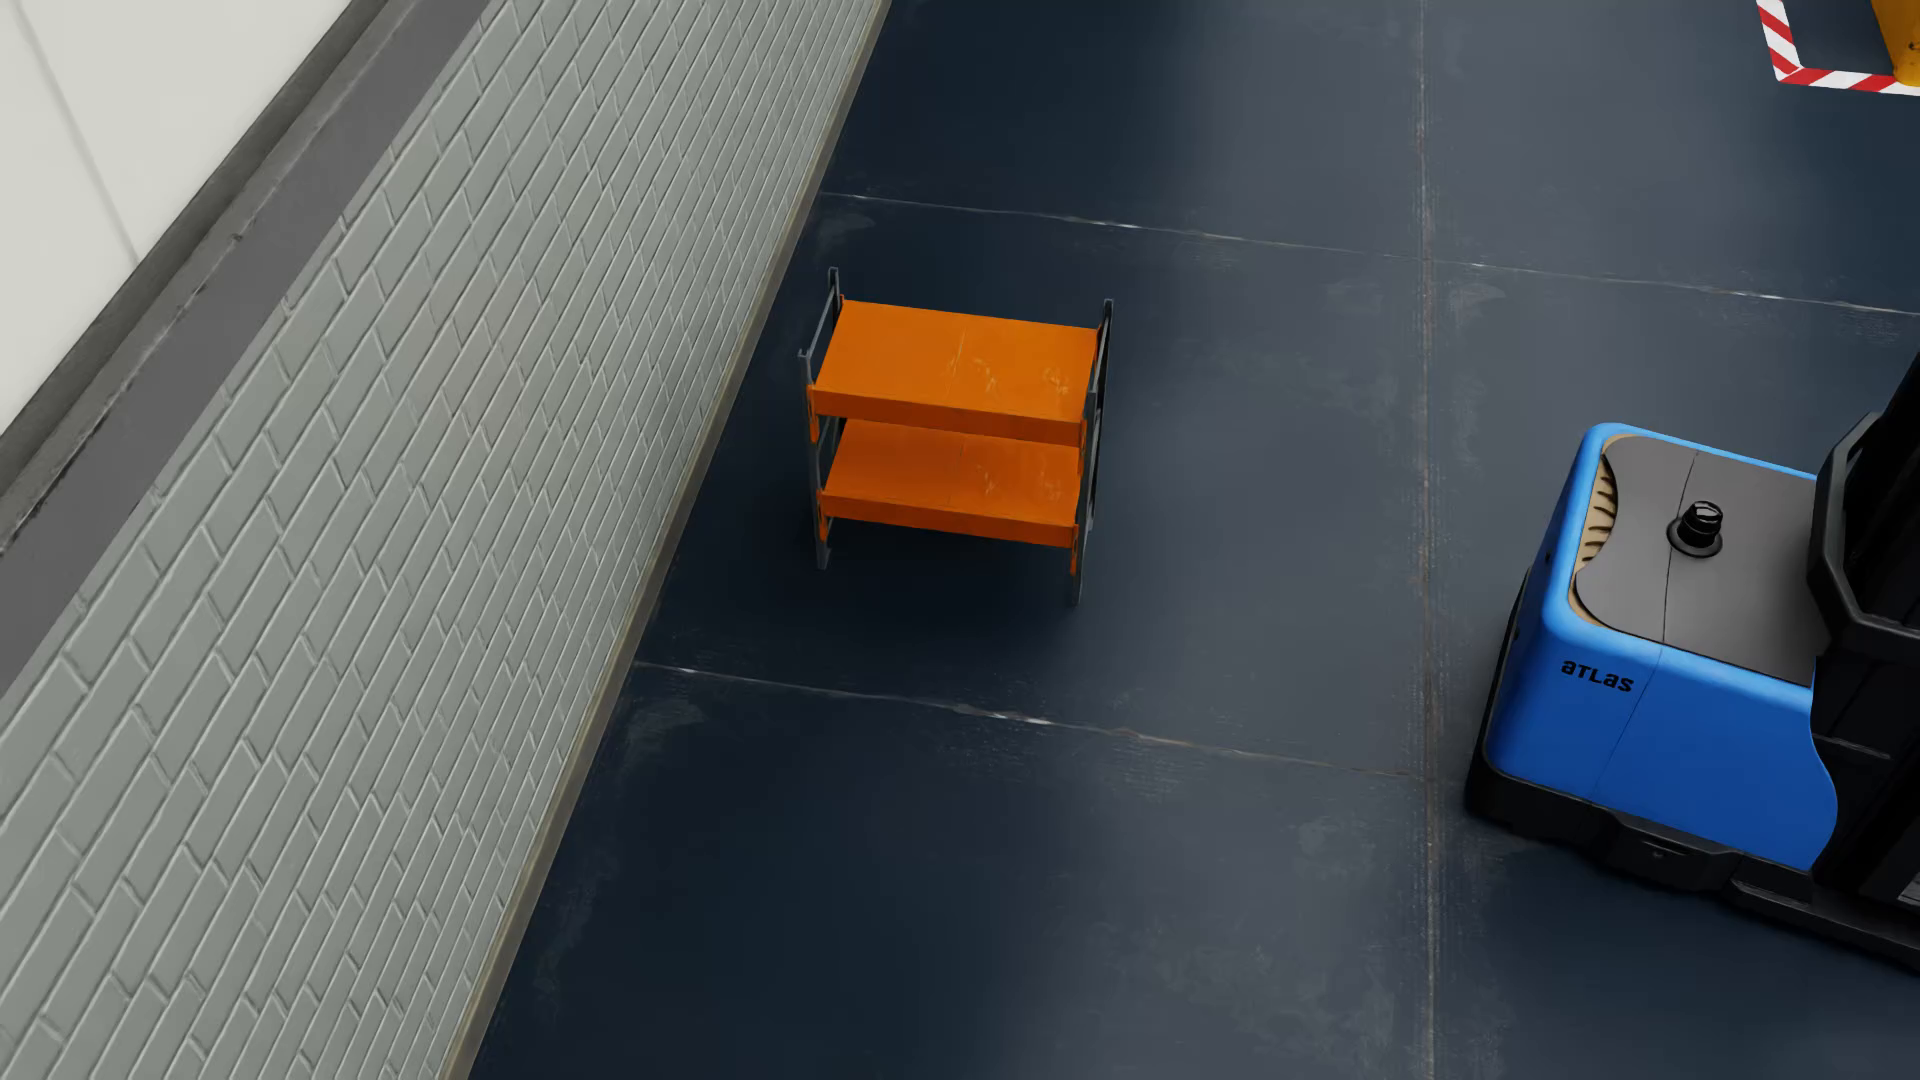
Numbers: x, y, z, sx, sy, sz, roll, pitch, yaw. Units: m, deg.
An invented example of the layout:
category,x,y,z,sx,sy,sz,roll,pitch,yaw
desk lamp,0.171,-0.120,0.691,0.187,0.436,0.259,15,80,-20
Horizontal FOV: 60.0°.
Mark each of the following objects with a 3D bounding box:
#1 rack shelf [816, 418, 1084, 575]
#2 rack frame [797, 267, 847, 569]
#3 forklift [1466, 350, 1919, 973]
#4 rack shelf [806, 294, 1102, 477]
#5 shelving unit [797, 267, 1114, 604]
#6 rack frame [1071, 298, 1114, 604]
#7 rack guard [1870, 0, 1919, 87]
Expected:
category,x,y,z,sx,sy,sz,roll,pitch,yaw
rack shelf,-0.007,-0.213,6.486,1.000,0.278,0.538,8,49,7
rack frame,-0.507,-0.444,6.365,0.032,1.125,0.500,8,49,7
forklift,3.341,0.077,4.682,3.031,2.935,1.130,18,50,15
rack shelf,-0.007,-0.572,6.087,1.000,0.278,0.538,8,49,7
shelving unit,-0.007,-0.377,6.304,1.048,1.125,0.538,8,49,7
rack frame,0.494,-0.310,6.244,0.032,1.125,0.500,8,49,7
rack guard,5.297,-3.012,9.092,0.348,0.500,1.175,8,49,7
